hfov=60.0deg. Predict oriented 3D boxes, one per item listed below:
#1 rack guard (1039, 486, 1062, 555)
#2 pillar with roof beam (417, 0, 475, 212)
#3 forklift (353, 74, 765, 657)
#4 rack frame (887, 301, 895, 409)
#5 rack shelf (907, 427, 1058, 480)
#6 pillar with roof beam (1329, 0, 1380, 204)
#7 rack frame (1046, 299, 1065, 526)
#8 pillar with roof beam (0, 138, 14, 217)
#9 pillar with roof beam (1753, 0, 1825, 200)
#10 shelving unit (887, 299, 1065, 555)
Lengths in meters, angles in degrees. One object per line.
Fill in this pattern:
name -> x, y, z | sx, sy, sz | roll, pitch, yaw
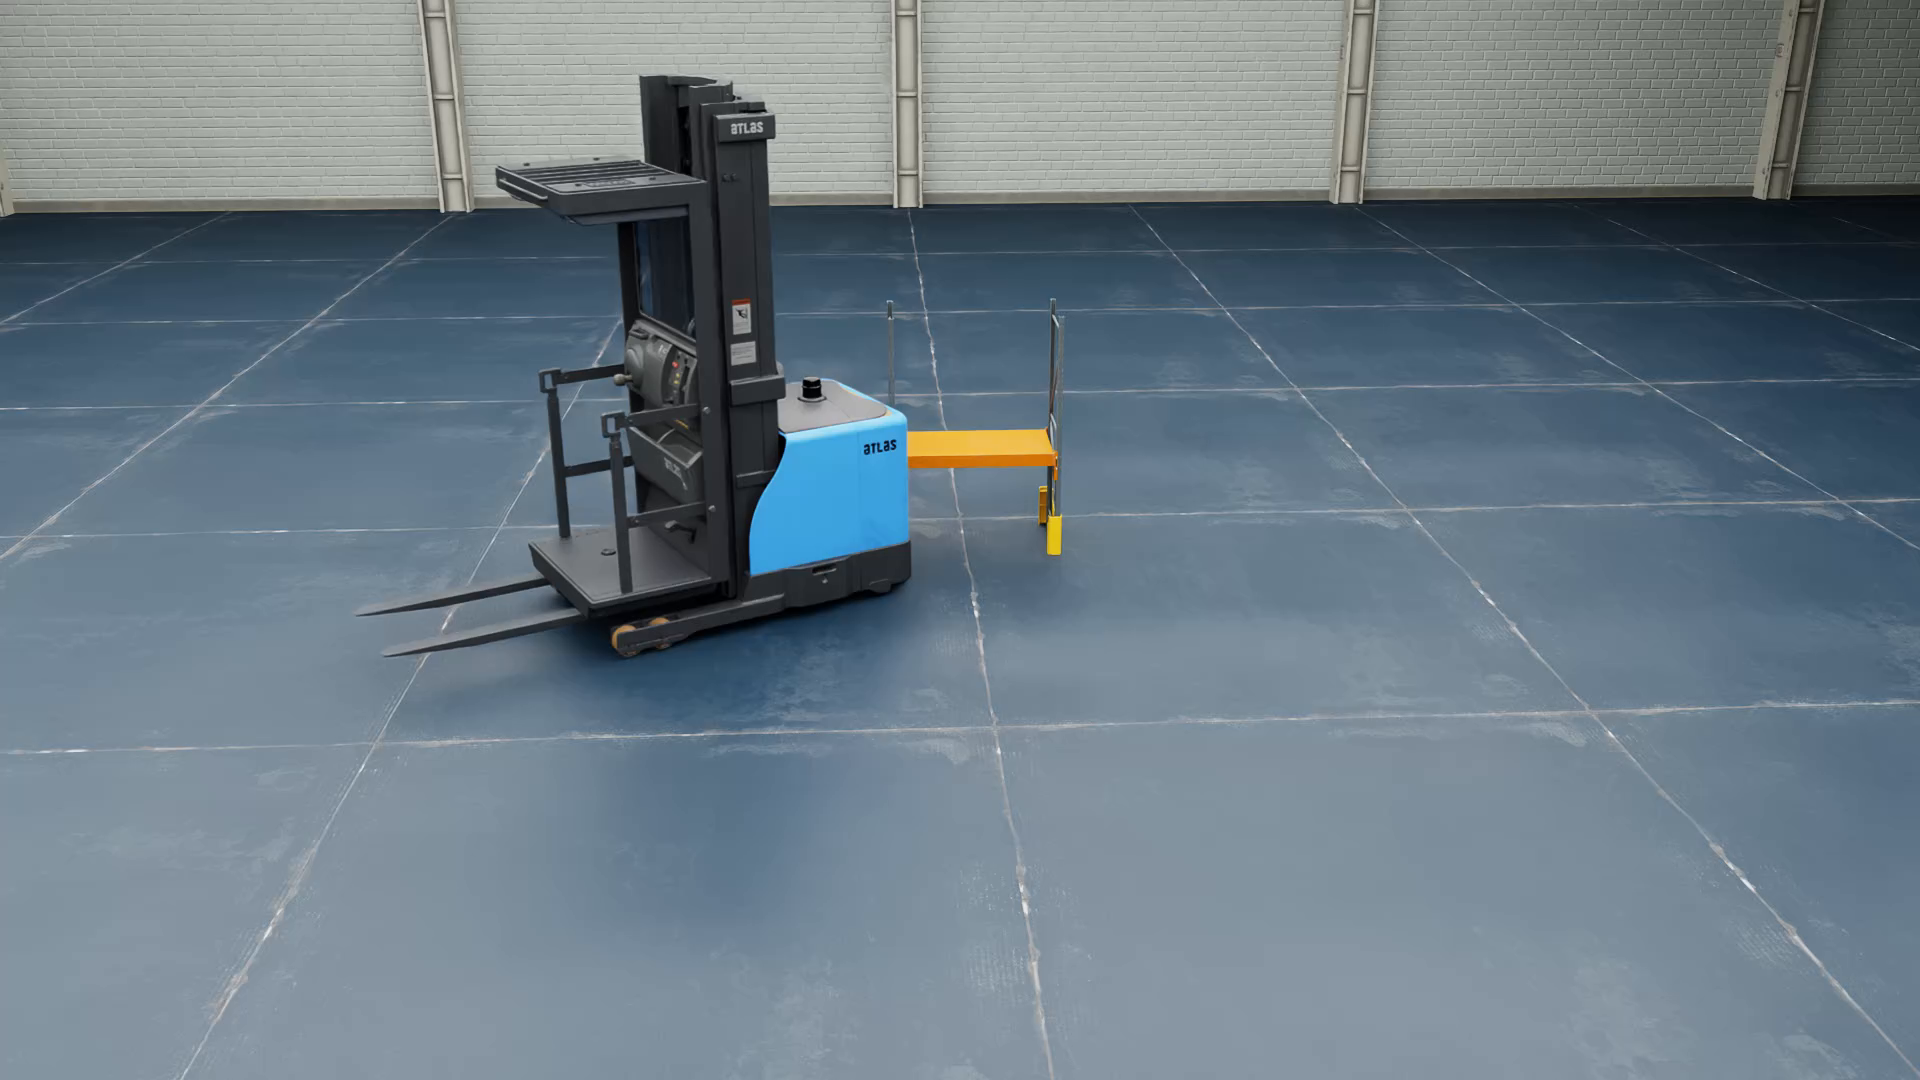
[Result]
rack guard -> 0.573, -0.128, 10.607 | 0.087, 0.250, 0.587 | -1, 21, -3
pillar with roof beam -> -6.448, -7.073, 16.551 | 0.400, 9.000, 9.100 | -1, 21, -3
forklift -> -1.815, -0.956, 9.012 | 3.031, 2.935, 1.121 | -12, 24, -29
rack frame -> -0.422, -0.692, 10.332 | 0.032, 1.500, 0.500 | -1, 21, -3
rack shelf -> 0.085, -0.535, 10.423 | 1.000, 0.185, 0.538 | -1, 21, -3
pillar with roof beam -> 5.533, -7.317, 17.191 | 0.400, 9.000, 9.100 | -1, 21, -3
rack frame -> 0.593, -0.713, 10.386 | 0.032, 1.500, 0.500 | -1, 21, -3
pillar with roof beam -> -12.438, -6.951, 16.231 | 0.400, 9.000, 9.100 | -1, 21, -3
pillar with roof beam -> 11.523, -7.438, 17.511 | 0.400, 9.000, 9.100 | -1, 21, -3
shelving unit -> 0.076, -0.702, 10.358 | 1.083, 1.500, 0.587 | -1, 21, -3
